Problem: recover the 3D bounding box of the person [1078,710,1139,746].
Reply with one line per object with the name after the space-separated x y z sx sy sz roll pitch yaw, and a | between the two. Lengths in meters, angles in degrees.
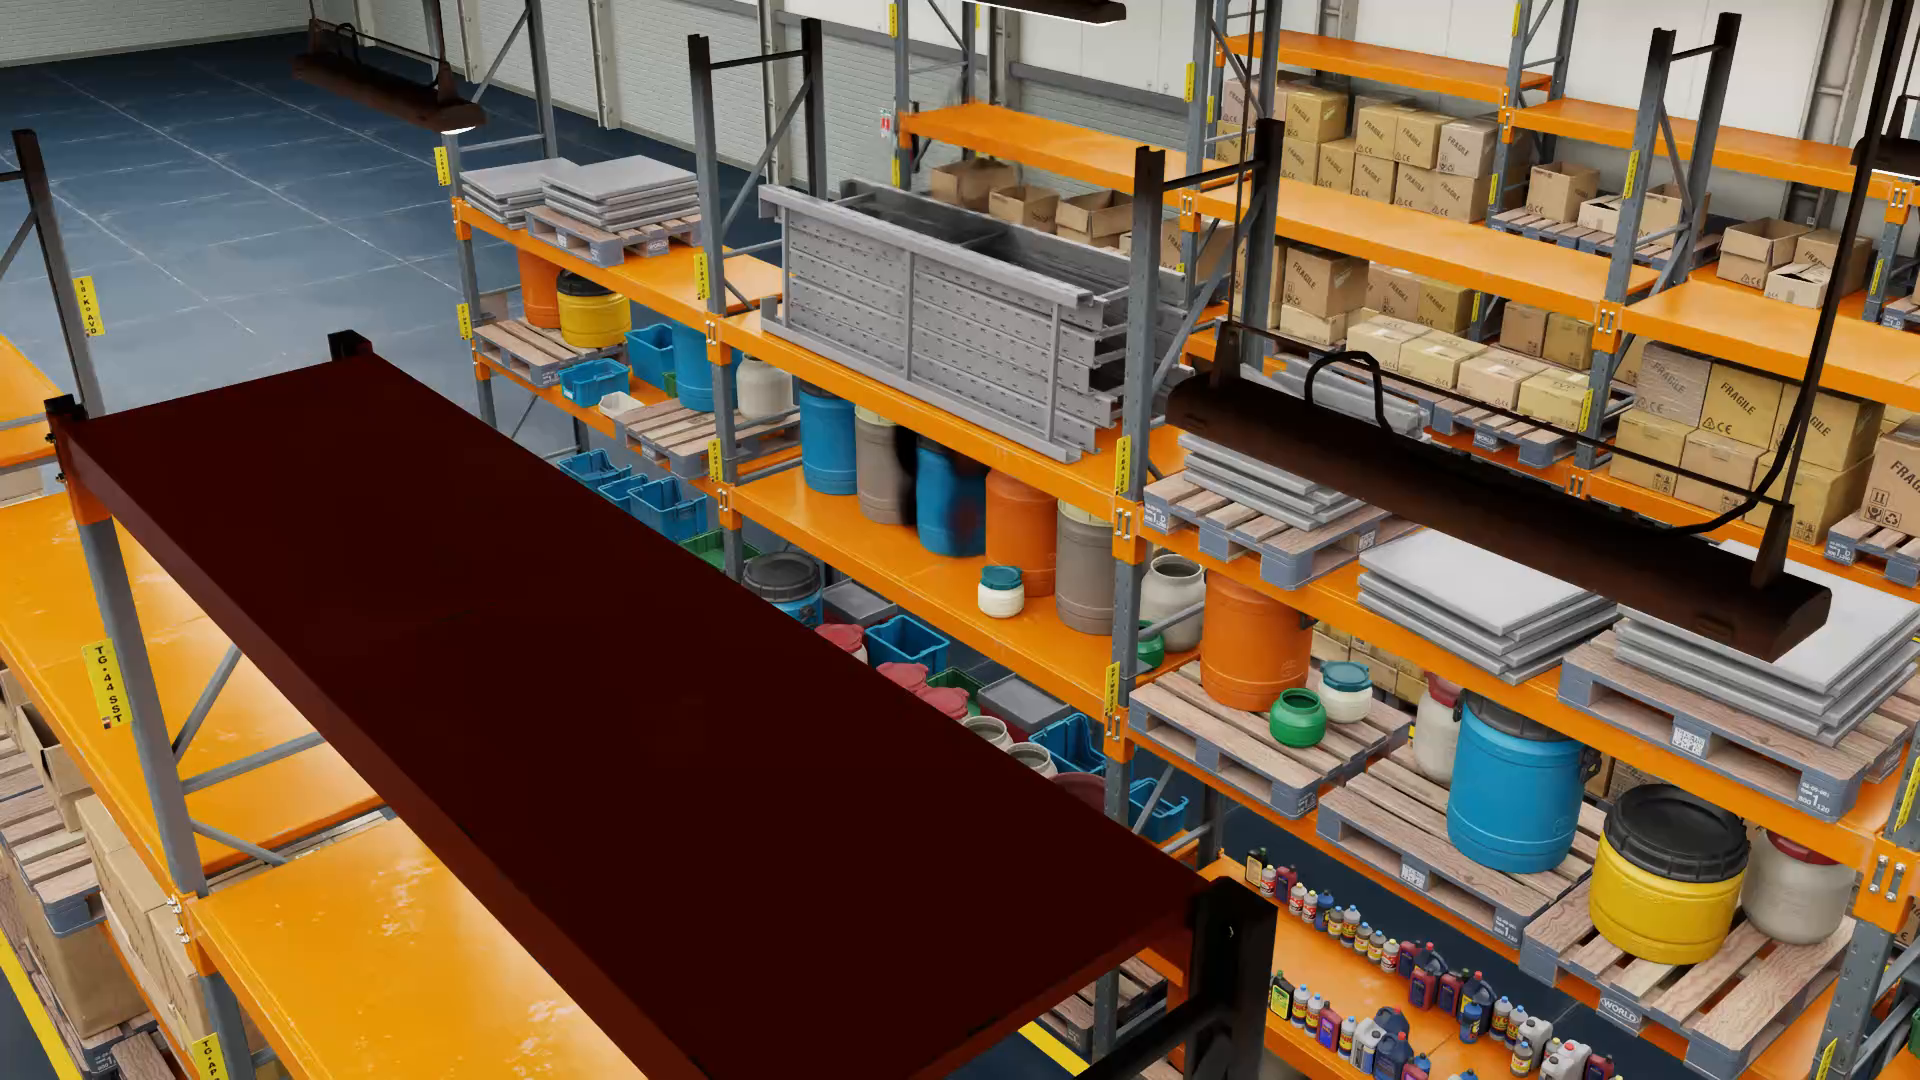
1.166 0.879 13.315 0.676 1.872 0.746 -24 35 -39 | person
